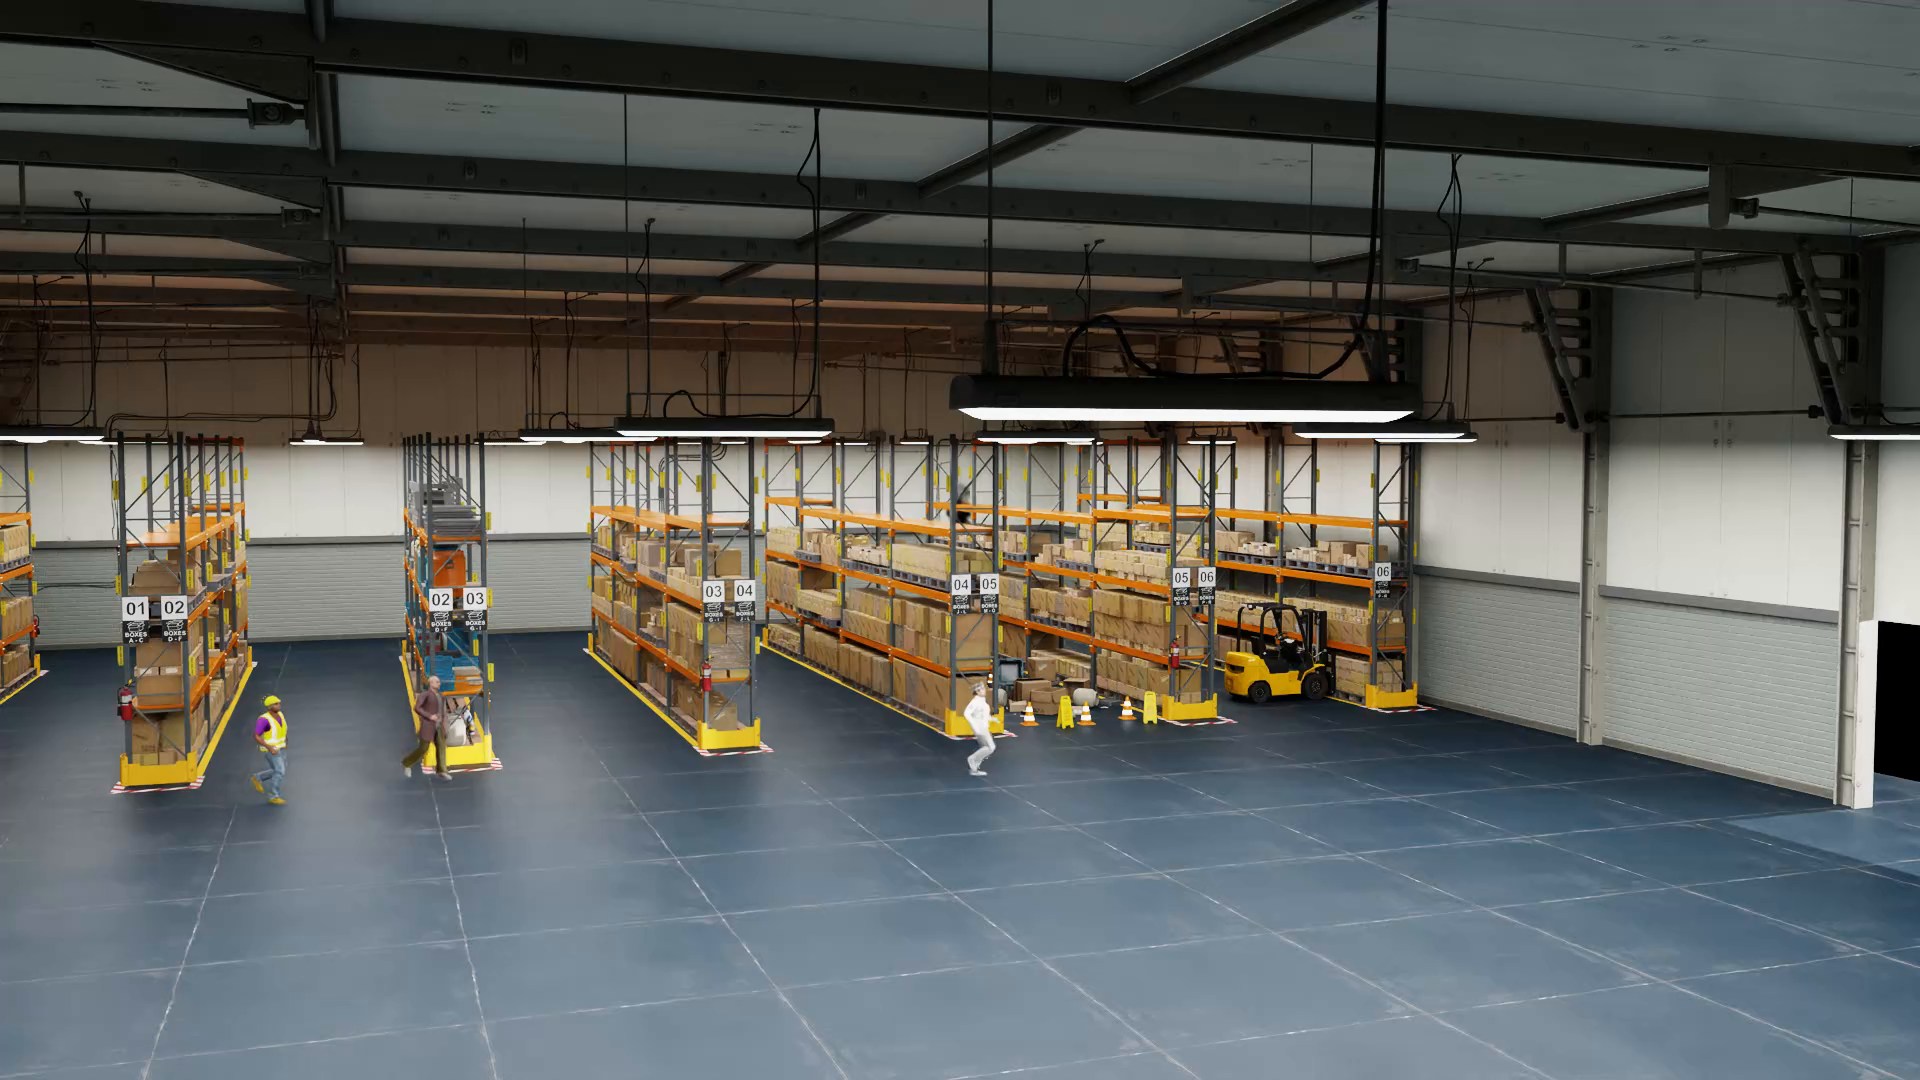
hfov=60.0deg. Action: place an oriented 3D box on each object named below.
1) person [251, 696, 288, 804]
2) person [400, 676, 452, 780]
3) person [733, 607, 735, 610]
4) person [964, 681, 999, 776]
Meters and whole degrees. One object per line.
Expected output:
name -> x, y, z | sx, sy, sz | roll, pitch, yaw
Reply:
person -> -11.170, 3.376, 26.835 | 0.650, 1.752, 0.706 | 1, 3, 12
person -> -9.108, 3.235, 28.776 | 1.048, 1.748, 0.768 | 1, 3, 25
person -> -5.704, 2.521, 42.446 | 0.637, 1.696, 0.616 | -2, 4, -30
person -> 0.402, 3.285, 28.977 | 0.547, 1.651, 0.614 | 1, 3, 15
